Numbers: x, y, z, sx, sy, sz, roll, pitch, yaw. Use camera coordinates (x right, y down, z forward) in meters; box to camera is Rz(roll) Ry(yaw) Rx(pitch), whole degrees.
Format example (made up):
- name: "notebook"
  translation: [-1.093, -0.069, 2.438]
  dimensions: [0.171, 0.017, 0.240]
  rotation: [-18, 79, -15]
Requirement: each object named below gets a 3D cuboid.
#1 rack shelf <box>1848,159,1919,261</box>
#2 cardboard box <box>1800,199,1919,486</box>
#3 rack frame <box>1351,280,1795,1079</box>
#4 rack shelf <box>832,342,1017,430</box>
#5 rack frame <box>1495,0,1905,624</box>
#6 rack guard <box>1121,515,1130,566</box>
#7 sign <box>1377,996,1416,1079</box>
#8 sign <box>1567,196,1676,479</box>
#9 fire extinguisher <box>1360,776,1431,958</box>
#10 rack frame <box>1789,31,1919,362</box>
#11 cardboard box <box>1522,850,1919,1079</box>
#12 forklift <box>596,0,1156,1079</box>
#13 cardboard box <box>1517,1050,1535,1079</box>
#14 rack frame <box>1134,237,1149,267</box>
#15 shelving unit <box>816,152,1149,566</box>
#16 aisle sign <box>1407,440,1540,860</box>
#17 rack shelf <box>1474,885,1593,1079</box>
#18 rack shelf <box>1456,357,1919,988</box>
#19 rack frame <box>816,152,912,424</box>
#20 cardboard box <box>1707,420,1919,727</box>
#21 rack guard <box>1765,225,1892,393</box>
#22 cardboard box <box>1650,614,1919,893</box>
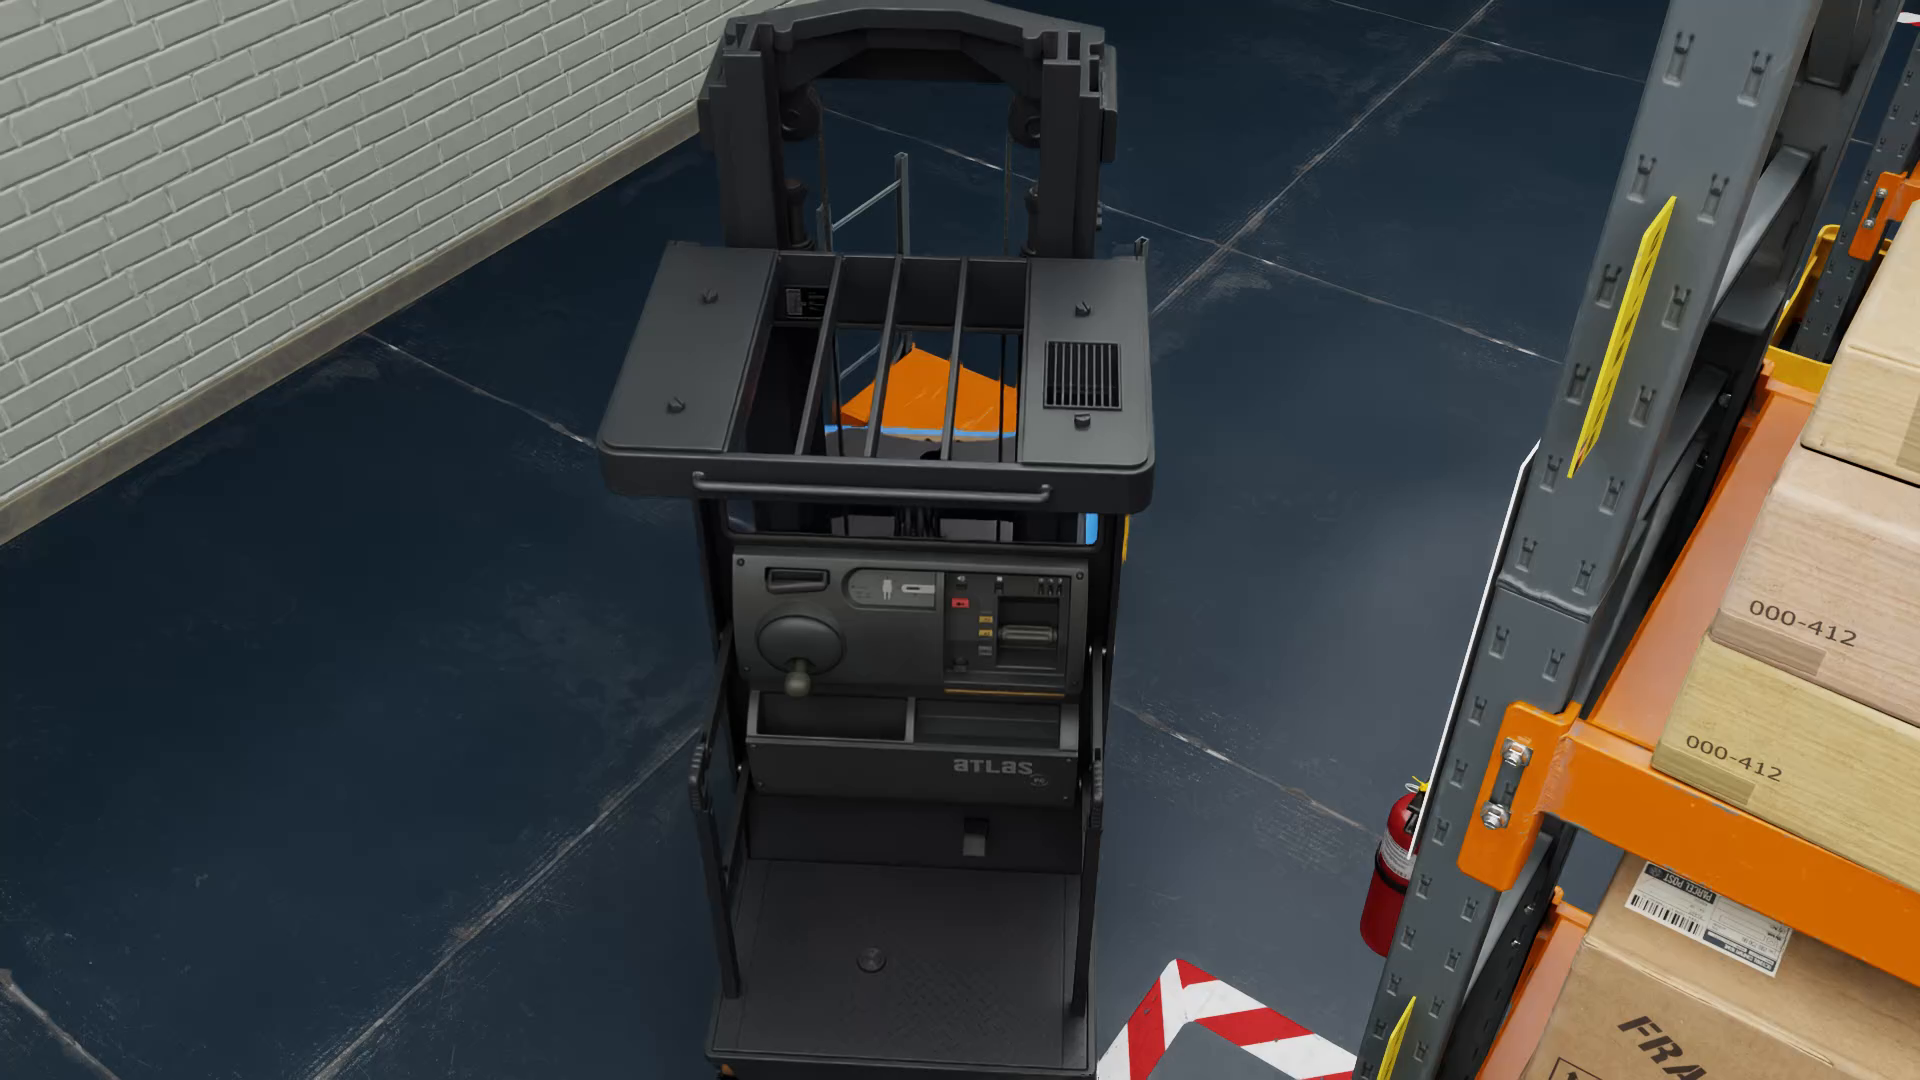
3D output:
- name: "rack shelf"
  translation: [5.439, -0.778, 5.910]
  dimensions: [4.000, 0.370, 1.077]
  rotation: [25, 48, 25]
- name: "cardboard box"
  translation: [1.176, -0.220, 1.935]
  dimensions: [0.250, 0.149, 0.380]
  rotation: [25, 47, 25]
- name: "rack frame"
  translation: [1.042, 0.929, 3.462]
  dimensions: [0.127, 3.000, 1.000]
  rotation: [25, 48, 25]
- name: "rack shelf"
  translation: [0.070, -0.392, 6.333]
  dimensions: [1.000, 0.185, 0.538]
  rotation: [25, 48, 25]
- name: "rack frame"
  translation: [1.042, -1.307, 1.462]
  dimensions: [0.127, 3.000, 1.000]
  rotation: [25, 48, 25]
- name: "rack guard"
  translation: [0.470, 0.127, 6.421]
  dimensions: [0.087, 0.250, 0.587]
  rotation: [25, 48, 25]
- name: "sign"
  translation: [0.730, 0.903, 2.843]
  dimensions: [0.005, 0.325, 0.100]
  rotation: [25, 48, 25]
- name: "sign"
  translation: [0.730, -0.218, 1.840]
  dimensions: [0.005, 0.325, 0.100]
  rotation: [25, 48, 25]
- name: "fire extinguisher"
  translation: [1.101, 0.748, 4.002]
  dimensions: [0.183, 0.674, 0.296]
  rotation: [25, 48, 25]
- name: "rack frame"
  translation: [3.801, -1.812, 6.526]
  dimensions: [0.127, 3.000, 1.000]
  rotation: [25, 48, 25]
- name: "cardboard box"
  translation: [1.257, 0.725, 2.642]
  dimensions: [0.500, 0.500, 0.500]
  rotation: [25, 47, 25]
- name: "forklift"
  translation: [-0.142, 0.311, 4.205]
  dimensions: [1.130, 2.935, 3.031]
  rotation: [2, 42, 3]
- name: "cardboard box"
  translation: [1.251, 1.103, 2.969]
  dimensions: [0.500, 0.500, 0.500]
  rotation: [27, 49, 27]
- name: "rack frame"
  translation: [0.486, -0.332, 5.996]
  dimensions: [0.032, 1.500, 0.500]
  rotation: [25, 48, 25]
- name: "shelving unit"
  translation: [0.062, -0.530, 6.217]
  dimensions: [1.083, 1.500, 0.587]
  rotation: [25, 48, 25]
- name: "aisle sign"
  translation: [0.810, 0.096, 2.444]
  dimensions: [0.004, 0.787, 0.394]
  rotation: [25, 48, 25]
- name: "rack shelf"
  translation: [2.679, 1.963, 2.847]
  dimensions: [4.000, 0.370, 1.077]
  rotation: [25, 48, 25]
- name: "rack shelf"
  translation: [2.679, 0.845, 1.846]
  dimensions: [4.000, 0.370, 1.077]
  rotation: [25, 48, 25]
- name: "rack frame"
  translation: [-0.346, -0.721, 6.431]
  dimensions: [0.032, 1.500, 0.500]
  rotation: [25, 48, 25]
- name: "cardboard box"
  translation: [1.260, -0.006, 1.995]
  dimensions: [0.500, 0.250, 0.500]
  rotation: [26, 48, 26]
- name: "rack guard"
  translation: [3.782, -0.890, 7.370]
  dimensions: [0.348, 0.500, 1.175]
  rotation: [25, 48, 25]
- name: "cardboard box"
  translation: [1.263, 0.178, 2.164]
  dimensions: [0.500, 0.250, 0.500]
  rotation: [27, 48, 27]
